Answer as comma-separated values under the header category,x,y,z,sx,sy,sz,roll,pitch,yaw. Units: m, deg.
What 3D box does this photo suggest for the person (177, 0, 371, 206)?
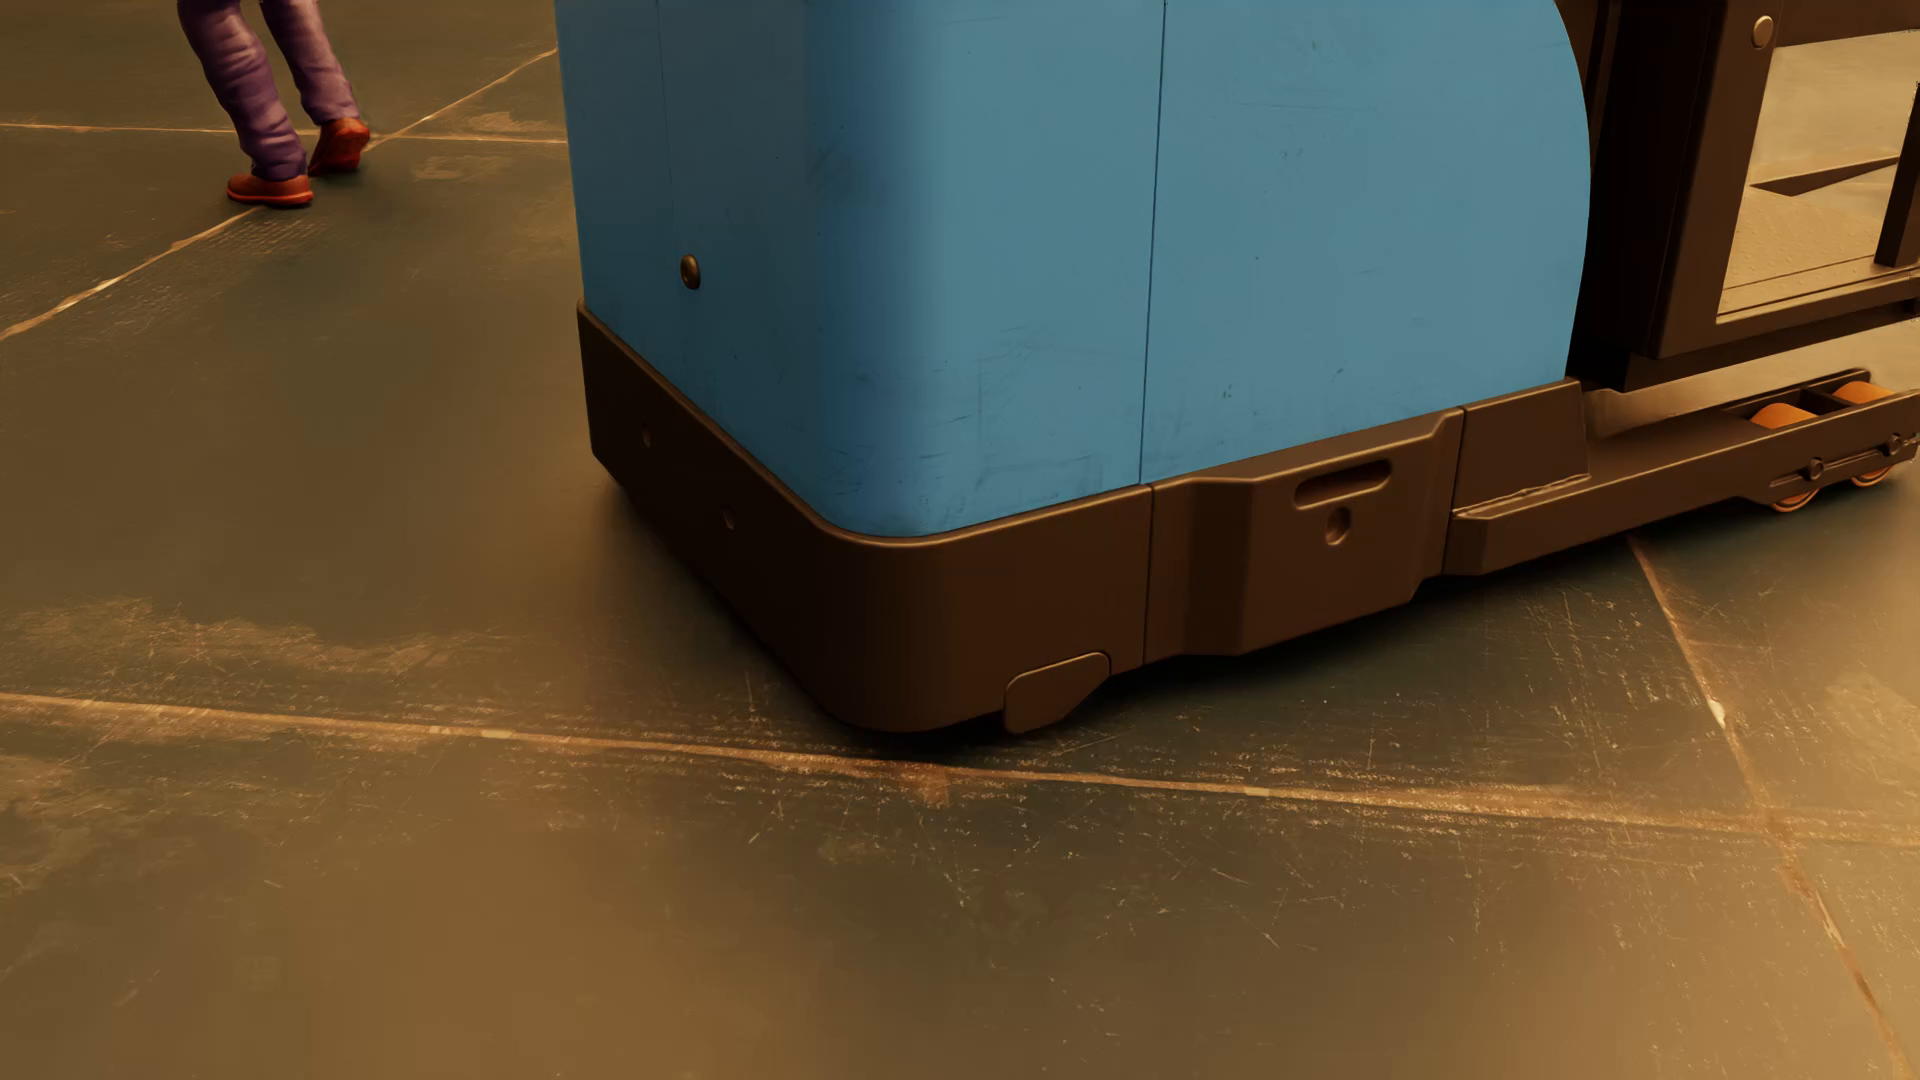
category,x,y,z,sx,sy,sz,roll,pitch,yaw
person,-1.759,-1.600,3.937,0.465,1.661,0.796,19,32,33

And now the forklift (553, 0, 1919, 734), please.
category,x,y,z,sx,sy,sz,roll,pitch,yaw
forklift,0.955,-1.545,2.314,3.031,2.935,1.130,-14,30,-26
